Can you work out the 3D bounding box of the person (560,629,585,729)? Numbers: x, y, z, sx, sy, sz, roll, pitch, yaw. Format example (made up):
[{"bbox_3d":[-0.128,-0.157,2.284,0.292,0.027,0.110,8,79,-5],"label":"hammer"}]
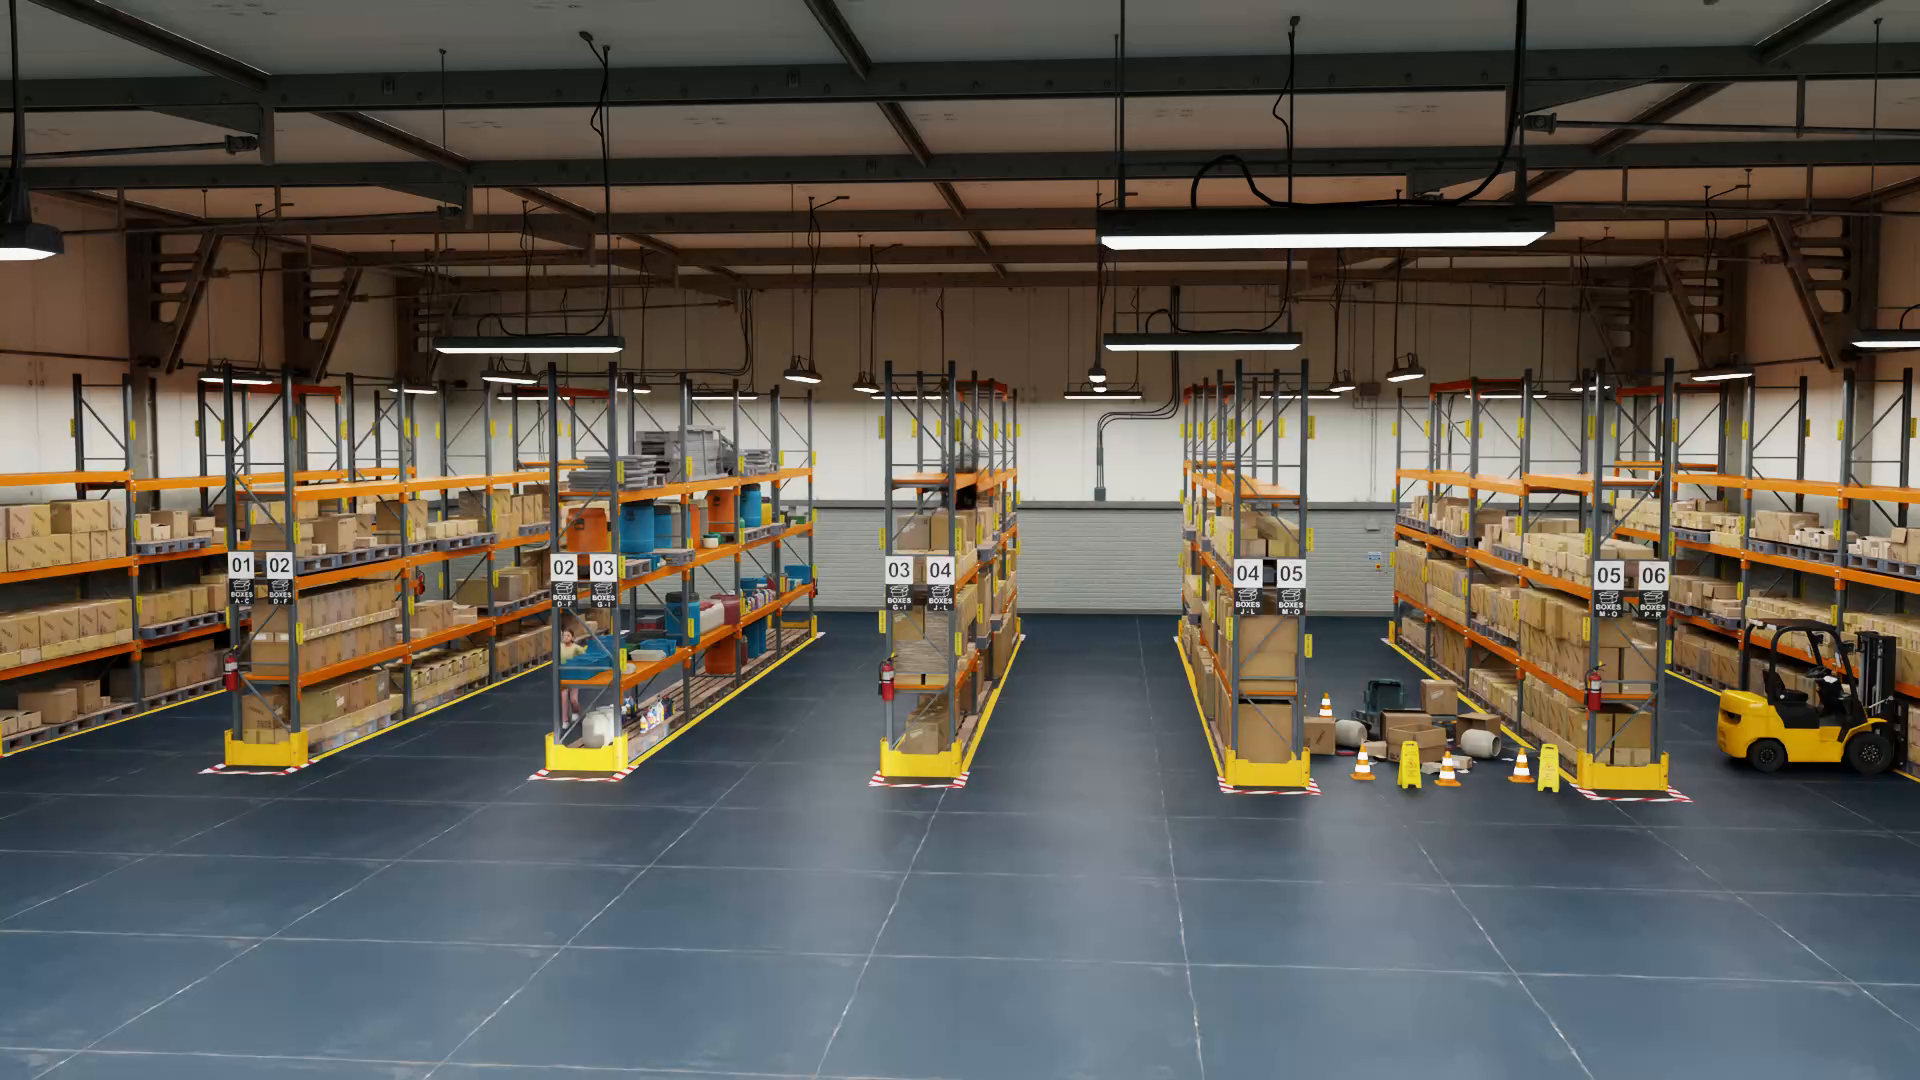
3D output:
[{"bbox_3d":[-6.607,2.320,28.092,0.597,1.656,0.803,0,4,-2],"label":"person"}]

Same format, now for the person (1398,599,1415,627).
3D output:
[{"bbox_3d":[10.899,1.490,40.364,0.696,1.789,0.708,1,4,17],"label":"person"}]
